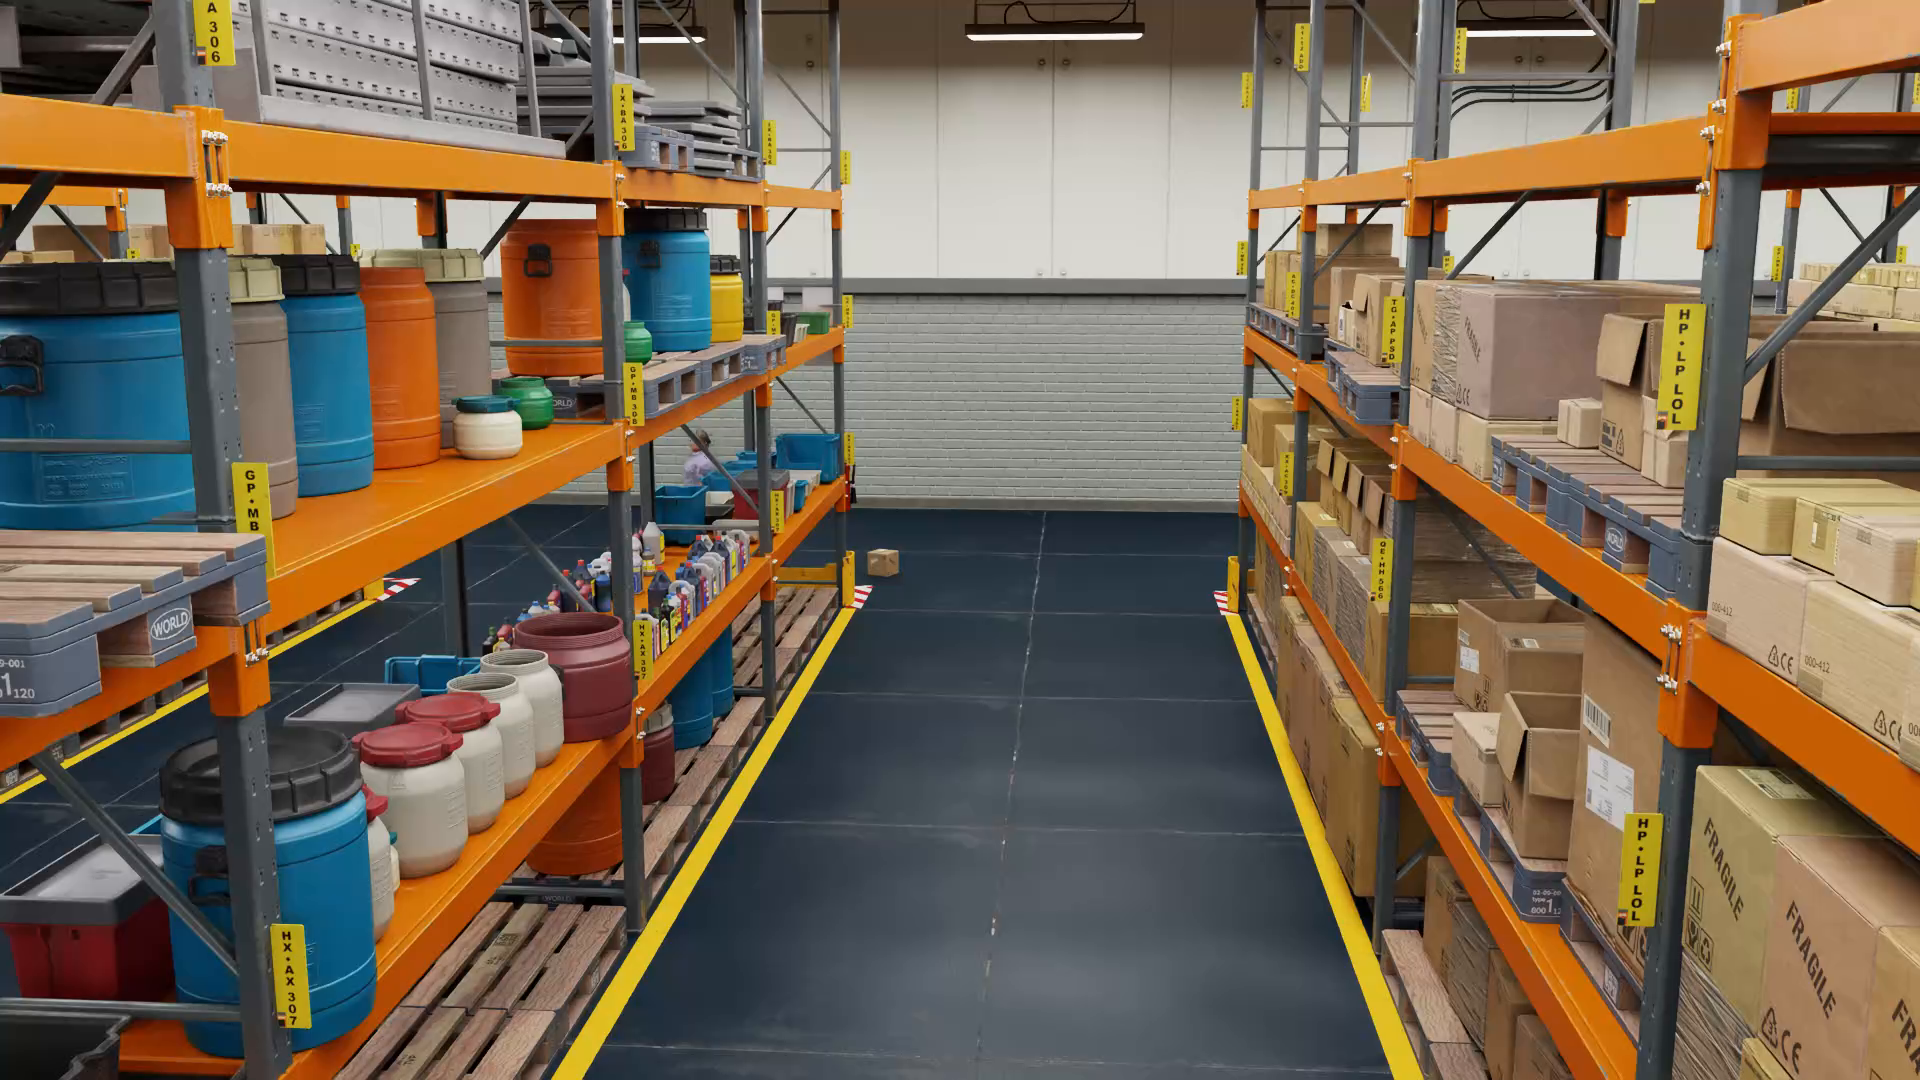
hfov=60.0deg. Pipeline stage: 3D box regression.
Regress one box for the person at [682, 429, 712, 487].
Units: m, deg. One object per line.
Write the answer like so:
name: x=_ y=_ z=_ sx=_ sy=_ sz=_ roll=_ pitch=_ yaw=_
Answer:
person: x=-2.838 y=-0.360 z=17.956 sx=0.474 sy=1.704 sz=0.560 roll=-4 pitch=11 yaw=-18
